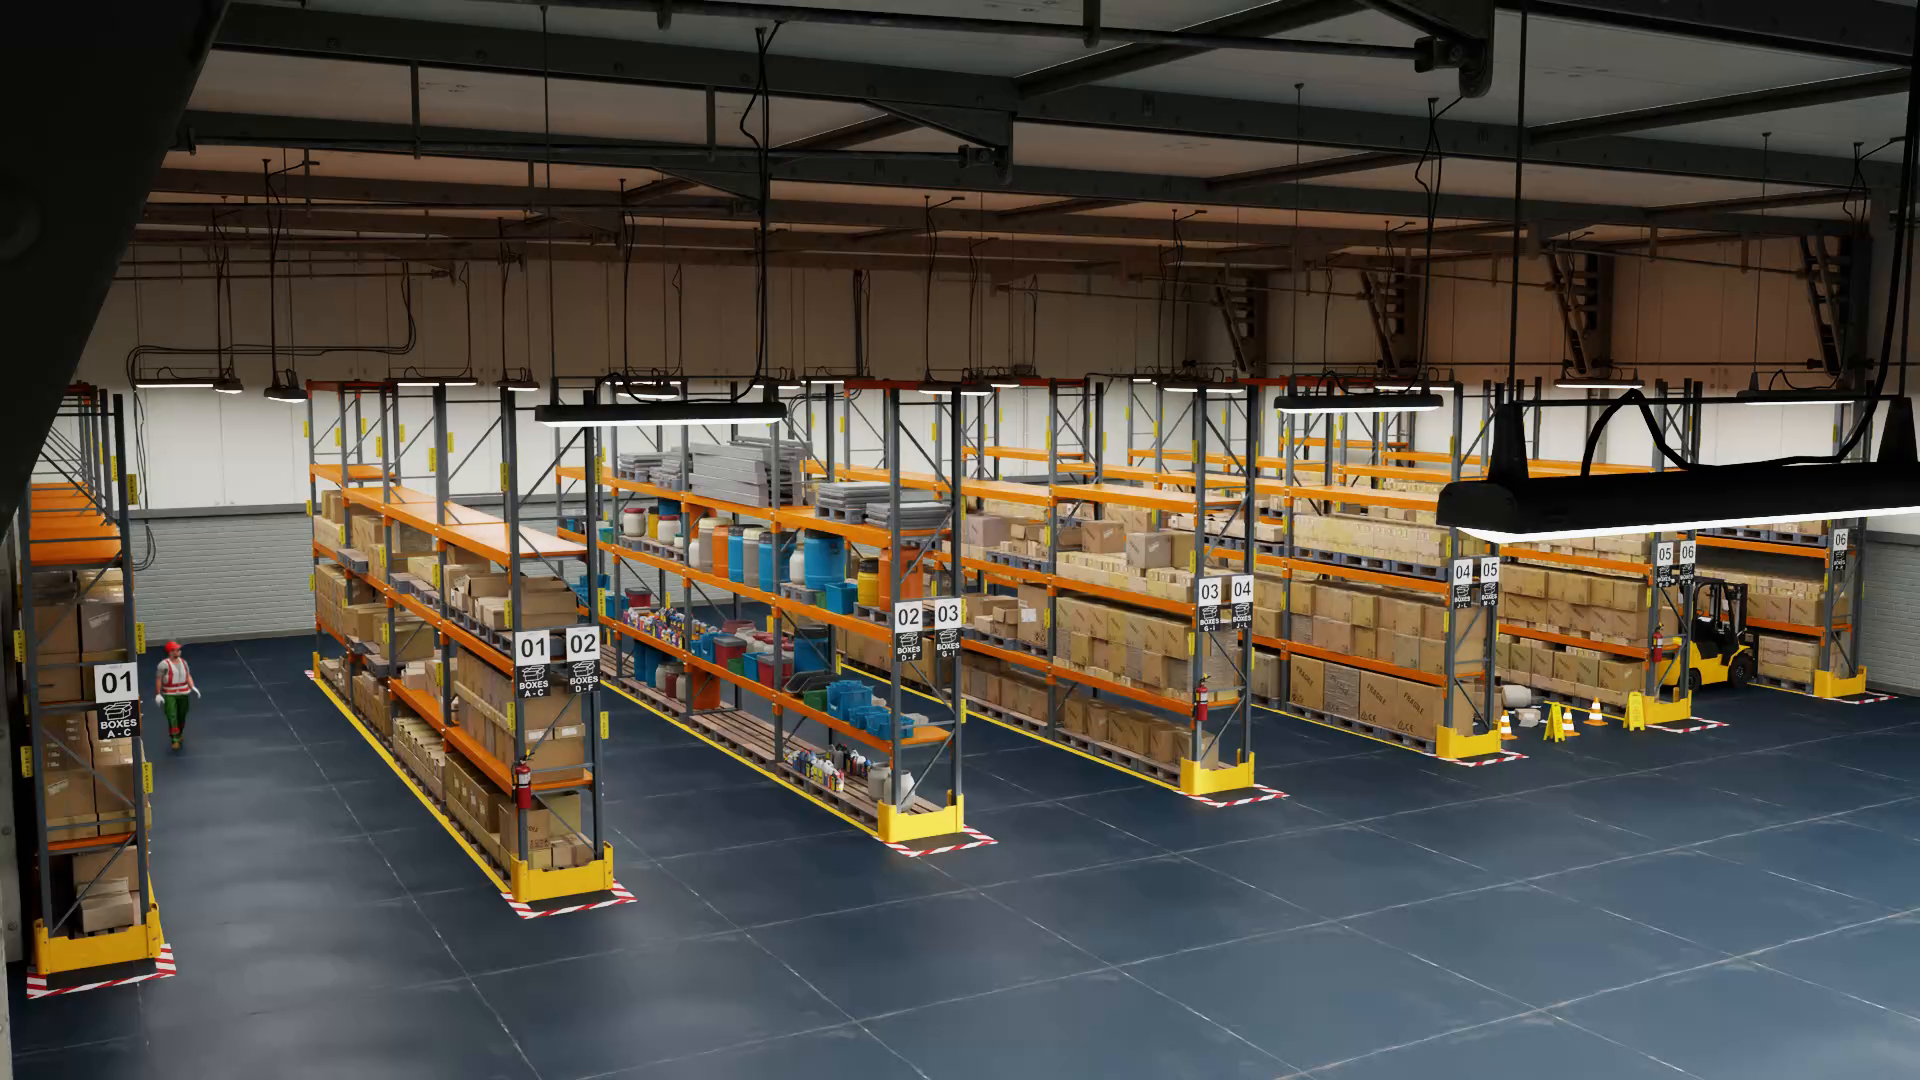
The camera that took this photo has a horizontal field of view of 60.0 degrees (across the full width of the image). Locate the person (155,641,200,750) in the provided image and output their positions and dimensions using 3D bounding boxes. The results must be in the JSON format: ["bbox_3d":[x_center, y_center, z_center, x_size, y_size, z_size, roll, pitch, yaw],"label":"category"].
[{"bbox_3d":[-12.873,2.534,27.360,0.676,1.731,1.060,-4,7,-31],"label":"person"}]
